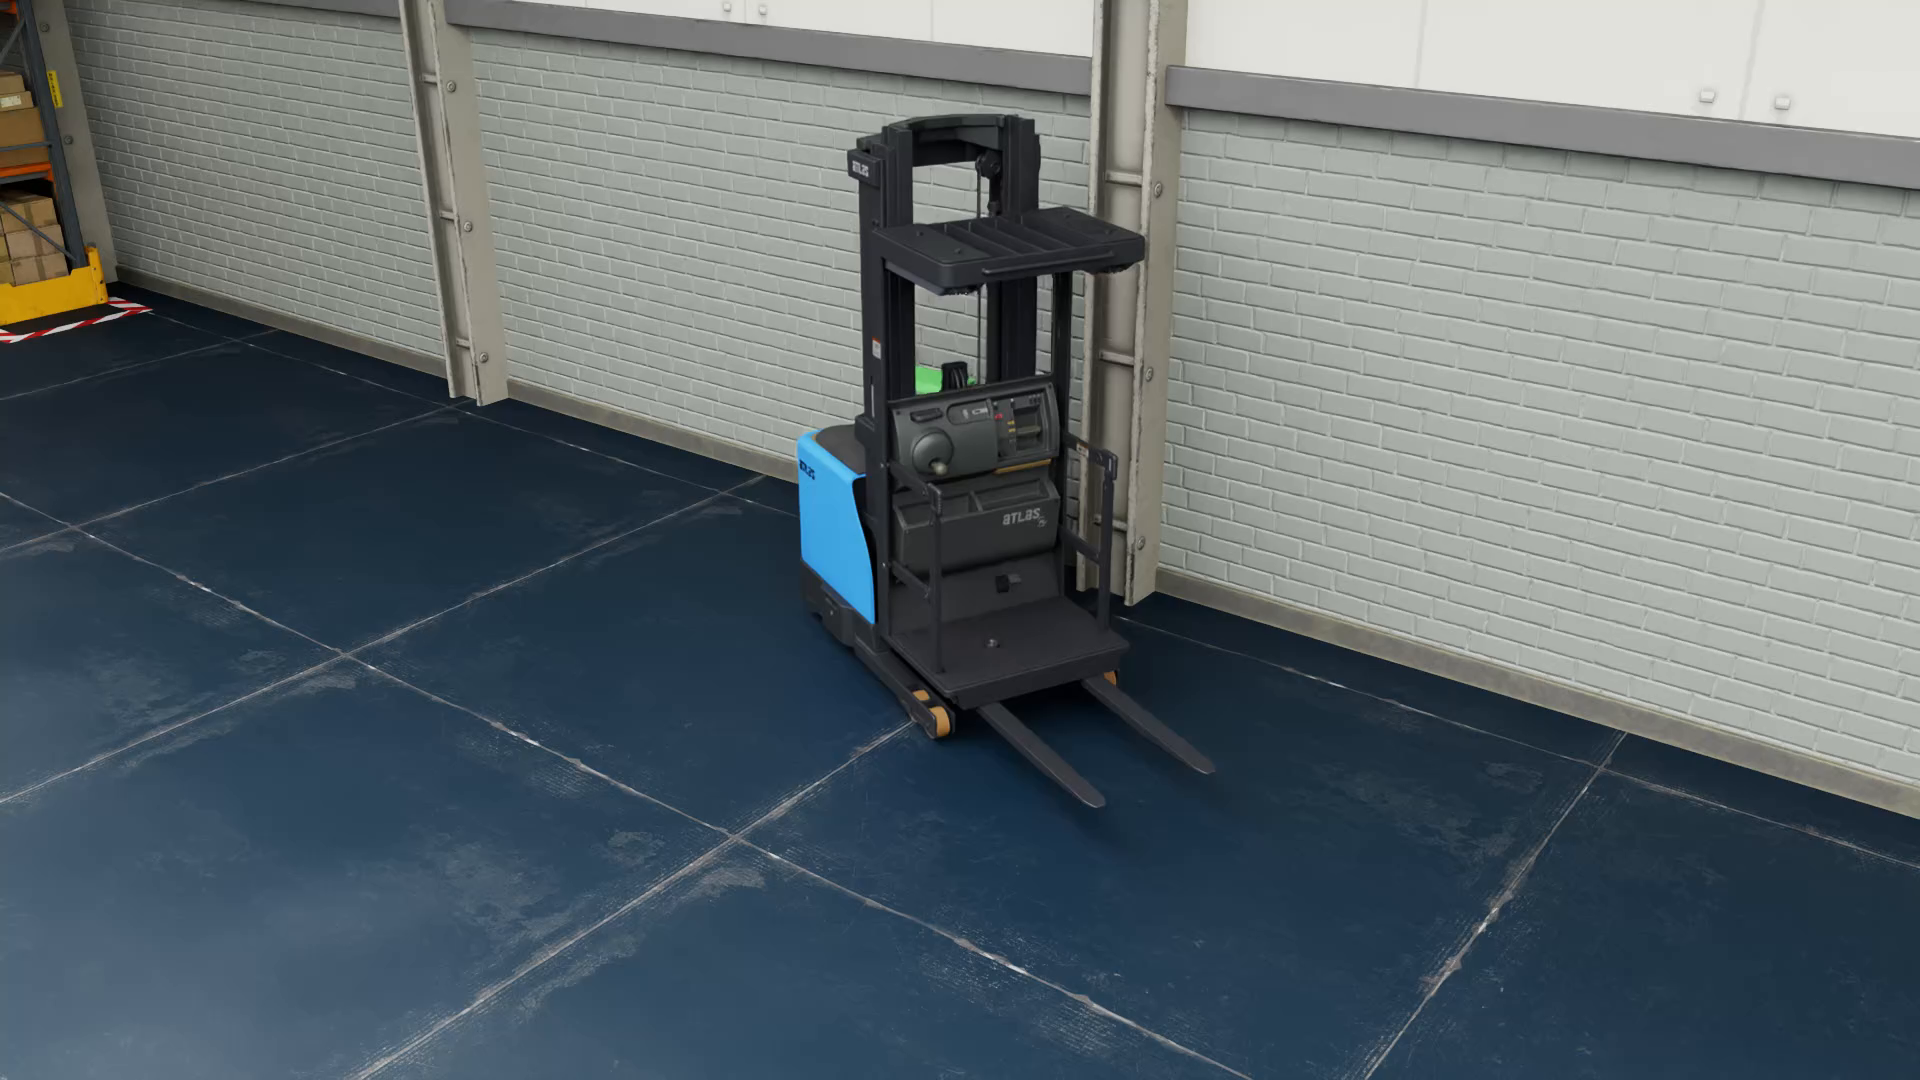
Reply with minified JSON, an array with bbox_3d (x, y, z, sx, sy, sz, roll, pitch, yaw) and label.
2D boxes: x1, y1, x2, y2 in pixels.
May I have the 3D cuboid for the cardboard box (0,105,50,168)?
[{"bbox_3d":[-8.868,-3.774,15.470,0.500,0.500,0.500,18,29,35],"label":"cardboard box"}]

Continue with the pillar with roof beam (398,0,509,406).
[{"bbox_3d":[-6.435,-3.883,8.402,0.400,9.000,9.100,17,29,33],"label":"pillar with roof beam"}]

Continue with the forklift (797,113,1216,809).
[{"bbox_3d":[0.192,-0.537,8.333,1.130,2.935,3.031,-12,27,-25],"label":"forklift"}]

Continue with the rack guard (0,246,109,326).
[{"bbox_3d":[-8.619,-2.369,15.506,0.348,0.500,1.175,17,29,33],"label":"rack guard"}]

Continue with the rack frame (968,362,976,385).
[{"bbox_3d":[0.036,-0.515,10.430,0.015,1.200,0.240,17,28,33],"label":"rack frame"}]

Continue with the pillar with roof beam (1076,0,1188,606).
[{"bbox_3d":[-1.634,-2.432,5.109,0.400,9.000,9.100,17,29,33],"label":"pillar with roof beam"}]

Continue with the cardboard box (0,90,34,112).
[{"bbox_3d":[-8.754,-4.027,15.240,0.250,0.149,0.380,16,28,32],"label":"cardboard box"}]

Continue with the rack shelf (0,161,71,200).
[{"bbox_3d":[-10.238,-3.673,16.258,4.000,0.370,1.077,17,29,33],"label":"rack shelf"}]

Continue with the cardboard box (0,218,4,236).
[{"bbox_3d":[-9.194,-2.921,15.308,0.500,0.250,0.500,18,29,35],"label":"cardboard box"}]

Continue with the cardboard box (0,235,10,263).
[{"bbox_3d":[-9.215,-2.698,15.422,0.500,0.250,0.500,16,29,33],"label":"cardboard box"}]

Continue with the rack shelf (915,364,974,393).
[{"bbox_3d":[-0.160,-0.955,10.396,0.480,0.148,0.258,17,28,33],"label":"rack shelf"}]

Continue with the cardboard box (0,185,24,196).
[{"bbox_3d":[-9.311,-3.207,15.957,0.500,0.250,0.500,17,29,33],"label":"cardboard box"}]

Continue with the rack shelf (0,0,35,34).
[{"bbox_3d":[-10.238,-5.045,15.653,4.000,0.370,1.077,17,29,33],"label":"rack shelf"}]

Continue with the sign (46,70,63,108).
[{"bbox_3d":[-8.300,-4.128,15.228,0.005,0.325,0.100,17,29,33],"label":"sign"}]

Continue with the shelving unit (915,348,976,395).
[{"bbox_3d":[-0.161,-0.574,10.562,0.503,1.200,0.258,17,28,33],"label":"shelving unit"}]

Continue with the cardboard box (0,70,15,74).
[{"bbox_3d":[-8.954,-4.232,15.337,0.250,0.149,0.380,18,29,35],"label":"cardboard box"}]

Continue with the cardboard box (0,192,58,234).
[{"bbox_3d":[-8.909,-3.087,15.686,0.500,0.250,0.500,16,29,33],"label":"cardboard box"}]

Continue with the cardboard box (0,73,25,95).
[{"bbox_3d":[-8.779,-4.147,15.145,0.250,0.149,0.380,16,28,32],"label":"cardboard box"}]

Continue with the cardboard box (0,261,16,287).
[{"bbox_3d":[-9.204,-2.464,15.511,0.500,0.250,0.500,17,29,34],"label":"cardboard box"}]

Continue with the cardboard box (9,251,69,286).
[{"bbox_3d":[-8.914,-2.634,15.898,0.500,0.250,0.500,17,29,34],"label":"cardboard box"}]

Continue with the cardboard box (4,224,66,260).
[{"bbox_3d":[-8.890,-2.862,15.794,0.500,0.250,0.500,17,29,34],"label":"cardboard box"}]

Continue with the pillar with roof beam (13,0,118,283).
[{"bbox_3d":[-11.237,-5.334,11.695,0.400,9.000,9.100,17,29,33],"label":"pillar with roof beam"}]

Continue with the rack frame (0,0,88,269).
[{"bbox_3d":[-8.638,-3.518,15.015,0.127,3.000,1.000,17,29,33],"label":"rack frame"}]
